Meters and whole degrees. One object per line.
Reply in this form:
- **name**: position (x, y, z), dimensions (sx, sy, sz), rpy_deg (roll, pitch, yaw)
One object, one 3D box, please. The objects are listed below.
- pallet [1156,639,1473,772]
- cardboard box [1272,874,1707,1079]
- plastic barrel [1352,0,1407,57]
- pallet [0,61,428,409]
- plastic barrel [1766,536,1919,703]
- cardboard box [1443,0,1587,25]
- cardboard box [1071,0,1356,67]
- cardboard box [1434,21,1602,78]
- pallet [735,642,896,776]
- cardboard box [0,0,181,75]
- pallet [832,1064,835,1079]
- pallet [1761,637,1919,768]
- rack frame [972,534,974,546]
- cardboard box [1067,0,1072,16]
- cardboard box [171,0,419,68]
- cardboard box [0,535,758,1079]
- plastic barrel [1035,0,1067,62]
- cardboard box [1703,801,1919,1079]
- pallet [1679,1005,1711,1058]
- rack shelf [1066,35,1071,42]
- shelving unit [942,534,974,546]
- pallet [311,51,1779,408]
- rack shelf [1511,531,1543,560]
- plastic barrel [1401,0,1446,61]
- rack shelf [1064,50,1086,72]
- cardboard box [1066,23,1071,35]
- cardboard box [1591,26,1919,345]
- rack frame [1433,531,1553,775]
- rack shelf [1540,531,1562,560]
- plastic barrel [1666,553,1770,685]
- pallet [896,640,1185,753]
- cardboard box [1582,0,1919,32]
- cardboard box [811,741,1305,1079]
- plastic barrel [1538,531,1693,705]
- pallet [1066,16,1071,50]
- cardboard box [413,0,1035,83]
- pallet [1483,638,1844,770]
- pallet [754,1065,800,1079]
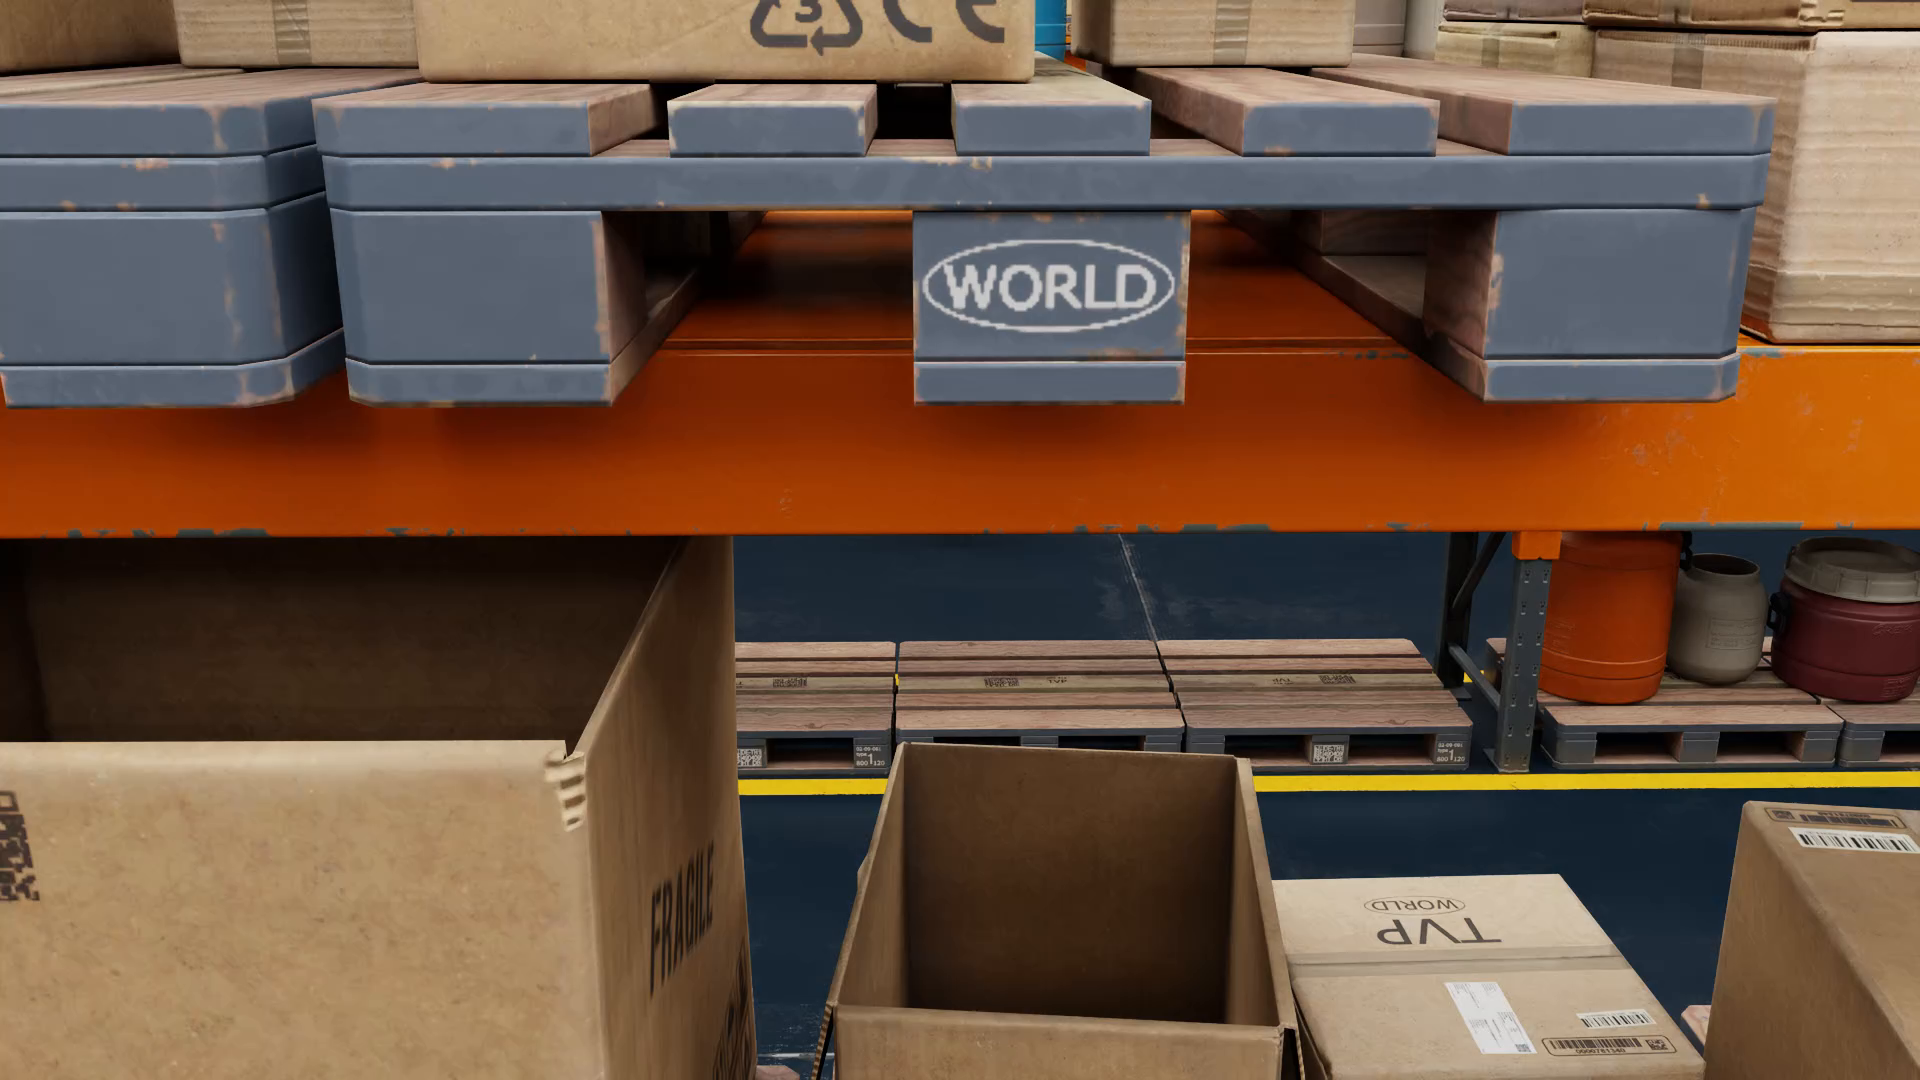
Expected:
- **pallet**: position (1.542, 0.724, 7.447), dimensions (1.213, 0.211, 1.003), rpy_deg (0, 18, -1)
- **cardboard box**: position (0.716, 0.726, 2.432), dimensions (0.500, 0.250, 0.500), rpy_deg (-1, 18, -2)
- **plastic barrel**: position (1.493, -2.325, 6.655), dimensions (0.600, 0.901, 0.600), rpy_deg (0, 18, 0)
- **pallet**: position (-0.985, -0.373, 1.698), dimensions (1.003, 0.211, 1.213), rpy_deg (0, 18, -1)
- **plastic barrel**: position (3.936, 0.339, 7.340), dimensions (0.708, 0.588, 0.600), rpy_deg (0, 18, -1)
- **cardboard box**: position (0.912, -0.868, 1.949), dimensions (0.500, 0.500, 0.500), rpy_deg (-1, 18, -2)
- **cardboard box**: position (0.270, -0.621, 1.856), dimensions (0.250, 0.166, 0.380), rpy_deg (-1, 18, -2)
- **cardboard box**: position (0.895, -0.508, 2.055), dimensions (0.500, 0.250, 0.500), rpy_deg (0, 18, 0)
- **pallet**: position (-0.897, 0.735, 7.410), dimensions (1.213, 0.211, 1.003), rpy_deg (0, 18, -1)
- **cardboard box**: position (-1.132, -0.714, 1.594), dimensions (0.637, 0.503, 0.797), rpy_deg (-1, 18, -4)
- **pallet**: position (0.417, 1.030, 2.240), dimensions (1.213, 0.211, 1.003), rpy_deg (0, 18, -1)
- **pallet**: position (4.322, 0.710, 7.488), dimensions (1.213, 0.211, 1.003), rpy_deg (0, 18, -1)
- **rack frame**: position (0.077, -0.572, 9.865), dimensions (0.006, 1.200, 0.240), rpy_deg (0, 18, -1)
- **cardboard box**: position (0.694, -3.639, 11.129), dimensions (0.500, 0.250, 0.500), rpy_deg (-1, 18, -2)
- **cardboard box**: position (-0.665, -0.664, 1.827), dimensions (0.258, 0.266, 0.396), rpy_deg (0, 18, 1)
- **cardboard box**: position (-0.807, 0.489, 1.942), dimensions (1.000, 1.000, 1.000), rpy_deg (0, 18, 0)
- **plastic barrel**: position (0.131, -2.319, 6.634), dimensions (0.708, 0.901, 0.600), rpy_deg (0, 18, -1)
- **cardboard box**: position (1.300, 0.717, 2.050), dimensions (0.500, 0.500, 0.700), rpy_deg (2, 18, 7)
- **pallet**: position (1.685, 1.044, 2.197), dimensions (1.003, 0.211, 1.213), rpy_deg (0, 18, -1)
- **rack shelf**: position (0.162, -4.698, 16.049), dimensions (4.000, 0.370, 1.077), rpy_deg (0, 18, -1)
- **shelving unit**: position (-0.014, -0.571, 9.864), dimensions (0.189, 1.200, 0.258), rpy_deg (0, 18, -1)
- **pallet**: position (0.052, -0.379, 1.716), dimensions (1.003, 0.211, 1.213), rpy_deg (0, 18, -1)
- **rack shelf**: position (0.318, -0.244, 7.075), dimensions (4.000, 0.370, 1.077), rpy_deg (0, 18, -1)
- **plastic barrel**: position (2.002, -2.170, 6.807), dimensions (0.421, 0.512, 0.421), rpy_deg (0, 18, 0)
- **rack shelf**: position (0.243, -3.185, 11.333), dimensions (4.000, 0.370, 1.077), rpy_deg (0, 18, -1)
- **cardboard box**: position (0.864, -5.131, 16.019), dimensions (0.637, 0.503, 0.797), rpy_deg (2, 18, 7)
- **cardboard box**: position (0.926, -0.355, 1.578), dimensions (0.500, 0.250, 0.500), rpy_deg (0, 18, 1)
- **rack frame**: position (2.318, -0.596, 6.995), dimensions (0.127, 3.000, 1.000), rpy_deg (0, 18, -1)
- **rack shelf**: position (4.317, -0.263, 7.135), dimensions (4.000, 0.370, 1.077), rpy_deg (0, 18, -1)
- **plastic barrel**: position (3.370, 0.351, 7.428), dimensions (0.421, 0.512, 0.421), rpy_deg (0, 18, 0)
- **pallet**: position (0.326, 0.729, 7.431), dimensions (1.213, 0.211, 1.003), rpy_deg (0, 18, -1)
- **cardboard box**: position (0.915, -0.715, 1.474), dimensions (0.500, 0.500, 0.500), rpy_deg (0, 18, 0)
- **cardboard box**: position (0.128, 0.650, 2.254), dimensions (0.637, 0.503, 0.797), rpy_deg (2, 18, 5)
- **plastic barrel**: position (2.807, 0.230, 7.286), dimensions (0.708, 0.830, 0.600), rpy_deg (0, 18, -1)
- **pallet**: position (0.448, -3.411, 11.167), dimensions (1.213, 0.211, 1.003), rpy_deg (1, 18, 2)
- **cardboard box**: position (-0.190, -0.718, 1.609), dimensions (0.637, 0.503, 0.797), rpy_deg (0, 18, 1)
- **pallet**: position (3.105, 0.715, 7.473), dimensions (1.213, 0.211, 1.003), rpy_deg (0, 18, -1)
- **pallet**: position (-0.837, 1.068, 2.122), dimensions (1.213, 0.211, 1.003), rpy_deg (0, 18, -1)
